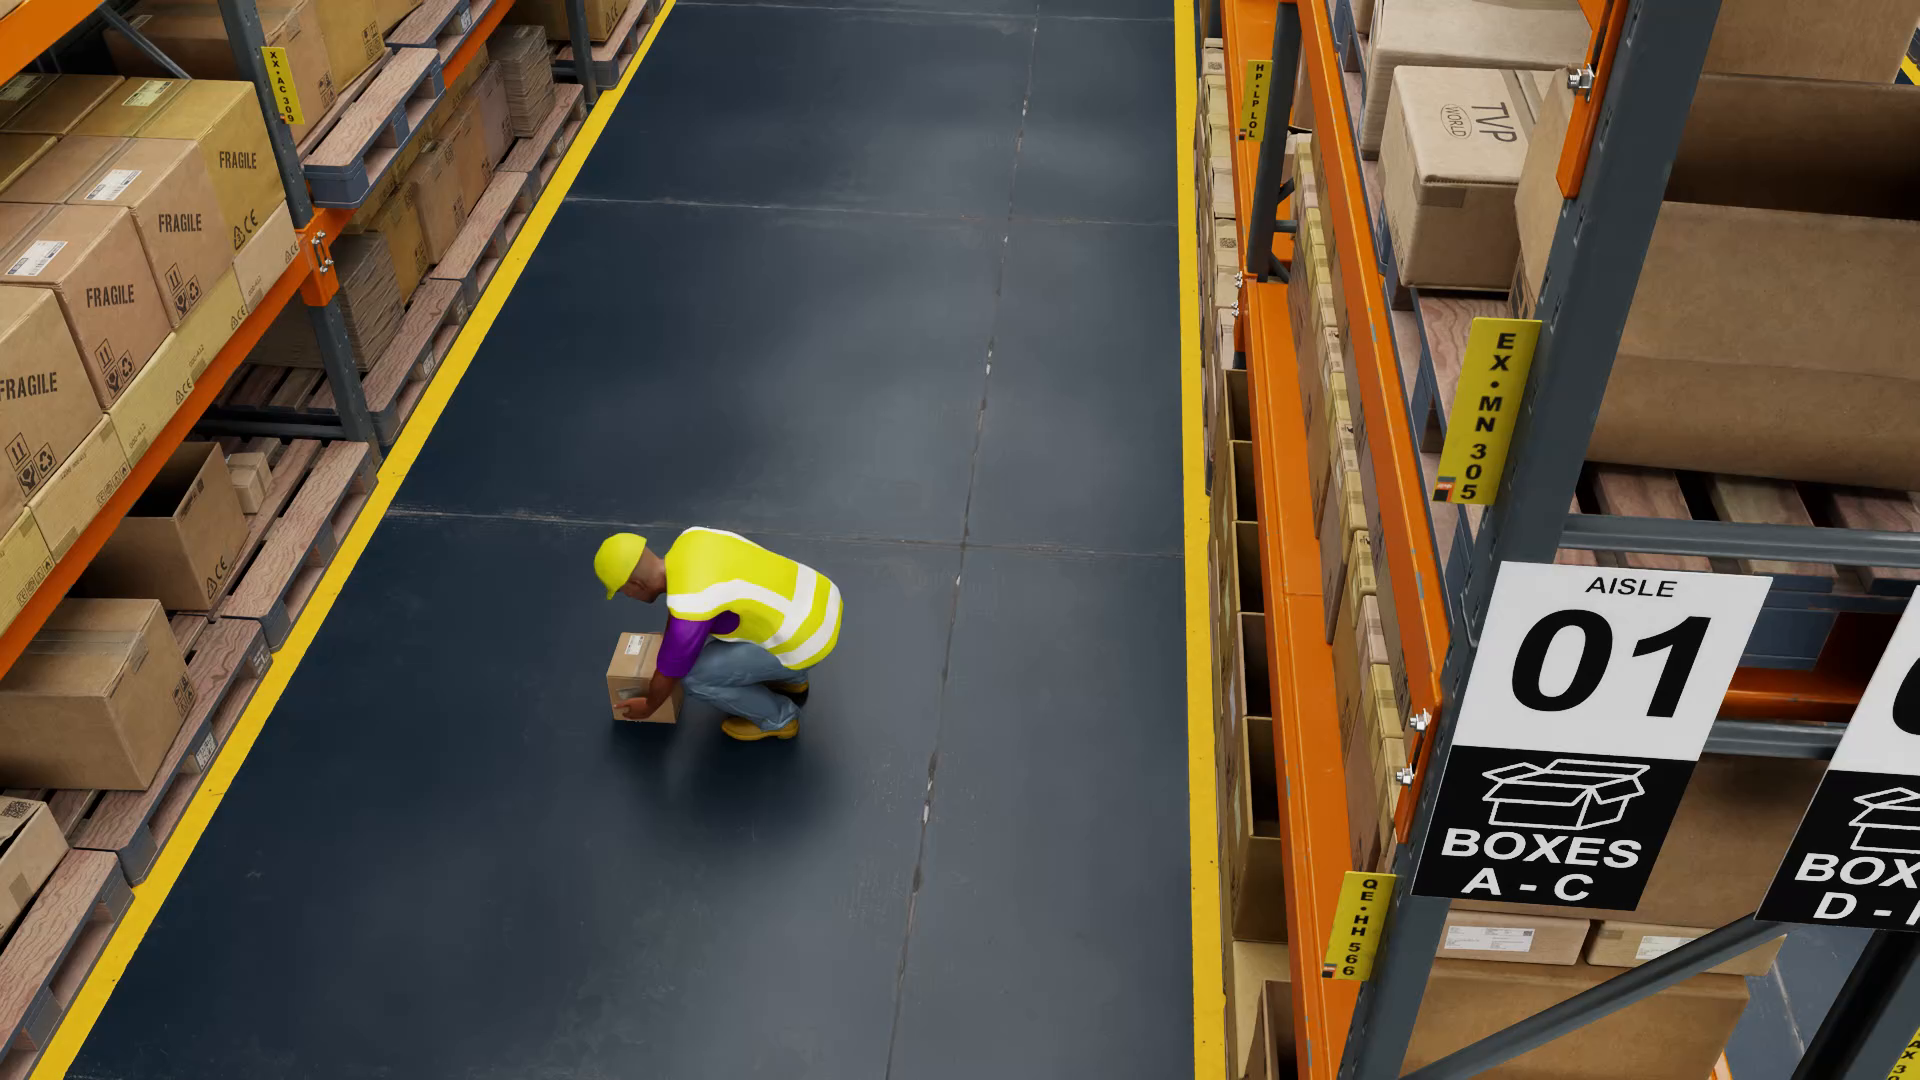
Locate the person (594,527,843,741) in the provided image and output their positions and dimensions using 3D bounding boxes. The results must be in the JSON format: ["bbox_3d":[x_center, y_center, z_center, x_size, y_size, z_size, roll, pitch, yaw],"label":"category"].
[{"bbox_3d":[-0.909,0.344,6.396,0.897,0.914,0.569,3,40,4],"label":"person"}]
